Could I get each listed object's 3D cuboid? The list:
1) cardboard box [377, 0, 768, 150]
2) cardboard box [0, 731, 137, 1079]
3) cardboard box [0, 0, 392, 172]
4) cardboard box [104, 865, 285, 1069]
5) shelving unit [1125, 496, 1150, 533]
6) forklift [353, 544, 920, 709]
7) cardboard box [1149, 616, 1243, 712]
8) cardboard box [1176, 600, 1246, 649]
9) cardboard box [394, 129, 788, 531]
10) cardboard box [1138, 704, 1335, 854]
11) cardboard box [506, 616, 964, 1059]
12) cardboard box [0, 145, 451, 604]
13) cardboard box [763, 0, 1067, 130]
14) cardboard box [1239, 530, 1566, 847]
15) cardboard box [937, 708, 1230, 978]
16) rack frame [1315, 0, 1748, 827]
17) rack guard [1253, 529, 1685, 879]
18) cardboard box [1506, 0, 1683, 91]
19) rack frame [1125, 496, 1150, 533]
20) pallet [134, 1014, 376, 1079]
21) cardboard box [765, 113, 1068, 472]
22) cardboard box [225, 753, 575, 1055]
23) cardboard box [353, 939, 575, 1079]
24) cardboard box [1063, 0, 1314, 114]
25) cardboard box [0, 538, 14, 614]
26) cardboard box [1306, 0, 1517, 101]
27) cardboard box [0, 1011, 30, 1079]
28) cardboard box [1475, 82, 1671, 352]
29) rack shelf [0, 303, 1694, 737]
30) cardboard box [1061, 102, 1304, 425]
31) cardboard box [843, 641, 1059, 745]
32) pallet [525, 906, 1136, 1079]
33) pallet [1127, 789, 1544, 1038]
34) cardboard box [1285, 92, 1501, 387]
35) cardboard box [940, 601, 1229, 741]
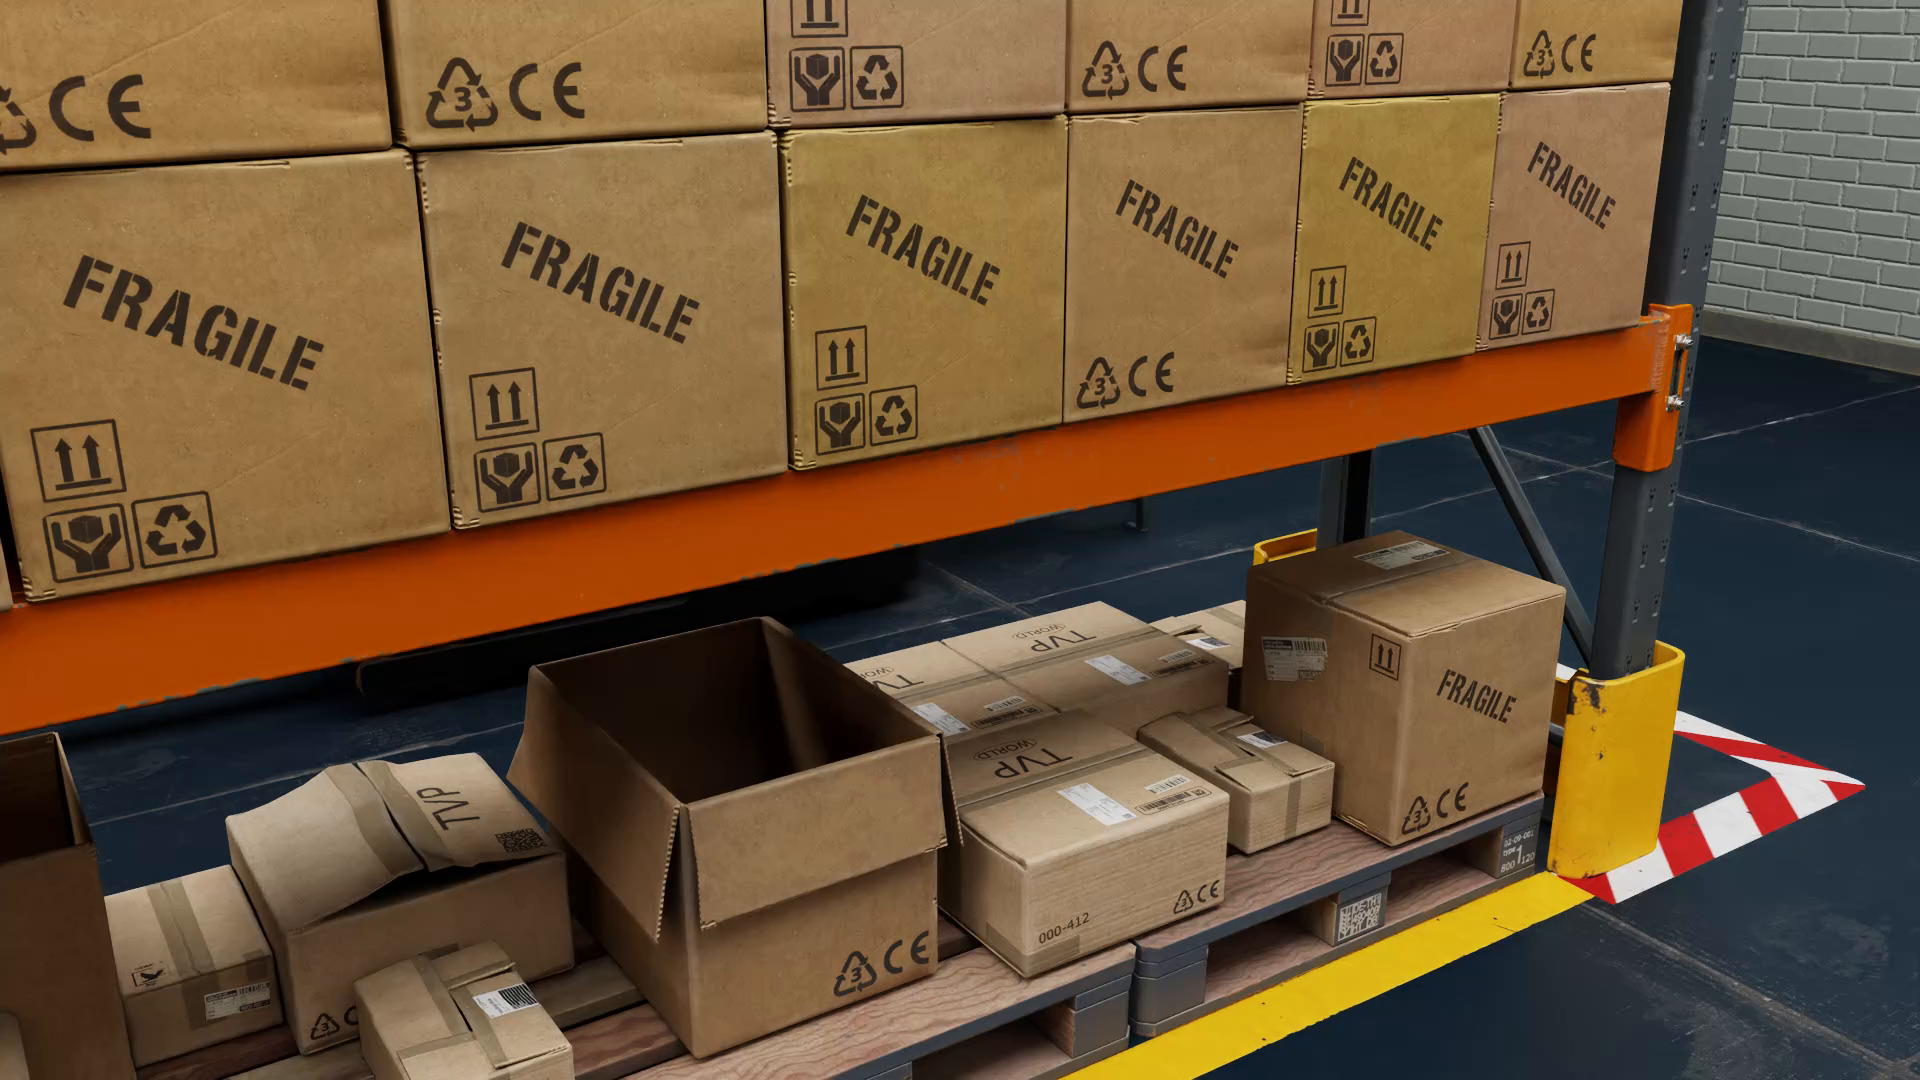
[{"bbox_3d":[-0.611,-0.824,2.280,0.500,0.500,0.500,-13,22,-33],"label":"cardboard box"},{"bbox_3d":[-1.699,0.686,2.748,0.500,0.500,0.500,-12,22,-31],"label":"cardboard box"},{"bbox_3d":[-1.040,-0.733,2.013,0.500,0.500,0.500,-13,22,-33],"label":"cardboard box"},{"bbox_3d":[-1.419,0.770,3.047,0.250,0.149,0.380,-12,22,-31],"label":"cardboard box"},{"bbox_3d":[0.141,-0.728,6.055,1.048,1.500,0.538,-11,21,-29],"label":"shelving unit"},{"bbox_3d":[-1.669,-1.094,4.904,3.031,2.935,1.130,-11,21,-29],"label":"forklift"},{"bbox_3d":[0.574,0.342,4.288,0.250,0.166,0.380,-12,22,-31],"label":"cardboard box"},{"bbox_3d":[0.783,0.306,4.421,0.250,0.149,0.380,-12,22,-31],"label":"cardboard box"},{"bbox_3d":[-0.599,-0.356,2.459,0.500,0.500,0.500,-12,22,-32],"label":"cardboard box"},{"bbox_3d":[0.615,0.525,3.746,0.250,0.166,0.380,-12,22,-31],"label":"cardboard box"},{"bbox_3d":[-0.453,0.528,3.209,0.637,0.503,0.797,-12,22,-31],"label":"cardboard box"},{"bbox_3d":[-1.018,-0.269,2.200,0.500,0.500,0.500,-11,22,-30],"label":"cardboard box"},{"bbox_3d":[-0.180,-0.915,2.550,0.500,0.500,0.500,-11,22,-30],"label":"cardboard box"},{"bbox_3d":[1.003,0.319,3.832,0.500,0.500,0.500,-12,22,-31],"label":"cardboard box"},{"bbox_3d":[0.193,0.597,3.401,0.500,0.250,0.500,-12,22,-31],"label":"cardboard box"},{"bbox_3d":[1.322,-0.818,3.981,0.127,3.000,1.000,-12,22,-31],"label":"rack frame"},{"bbox_3d":[1.258,0.380,4.342,0.348,0.500,1.175,-12,22,-31],"label":"rack guard"},{"bbox_3d":[1.101,-1.187,3.355,0.500,0.500,0.500,-12,22,-32],"label":"cardboard box"},{"bbox_3d":[0.579,-0.810,6.299,0.032,1.500,0.500,-11,21,-29],"label":"rack frame"},{"bbox_3d":[-1.445,1.087,2.700,1.213,0.211,1.003,-12,22,-31],"label":"pallet"},{"bbox_3d":[-0.175,-0.446,2.725,0.500,0.500,0.500,-12,22,-32],"label":"cardboard box"},{"bbox_3d":[-1.073,0.644,3.169,0.500,0.311,0.500,-12,22,-31],"label":"cardboard box"},{"bbox_3d":[-0.833,0.849,2.786,0.250,0.166,0.380,-12,22,-31],"label":"cardboard box"},{"bbox_3d":[0.249,-1.005,2.817,0.500,0.500,0.500,-11,22,-30],"label":"cardboard box"},{"bbox_3d":[-1.444,-0.178,1.931,0.500,0.500,0.500,-11,22,-30],"label":"cardboard box"},{"bbox_3d":[0.680,-1.098,3.091,0.500,0.500,0.500,-11,22,-30],"label":"cardboard box"},{"bbox_3d":[-1.550,0.936,2.304,0.500,0.311,0.500,-12,22,-31],"label":"cardboard box"},{"bbox_3d":[1.097,-0.714,3.516,0.500,0.500,0.500,-11,22,-30],"label":"cardboard box"},{"bbox_3d":[-0.349,-0.125,3.054,4.000,0.370,1.077,-12,22,-31],"label":"rack shelf"},{"bbox_3d":[0.246,-0.535,2.987,0.500,0.500,0.500,-12,22,-31],"label":"cardboard box"},{"bbox_3d":[-0.124,0.472,3.771,0.500,0.250,0.500,-12,22,-31],"label":"cardboard box"},{"bbox_3d":[-0.425,0.871,3.340,1.213,0.211,1.003,-12,22,-31],"label":"pallet"},{"bbox_3d":[0.593,0.657,3.972,1.213,0.211,1.003,-12,22,-31],"label":"pallet"},{"bbox_3d":[0.666,-0.621,3.243,0.500,0.500,0.500,-12,22,-31],"label":"cardboard box"},{"bbox_3d":[0.294,0.384,4.031,0.500,0.250,0.500,-12,22,-31],"label":"cardboard box"}]
